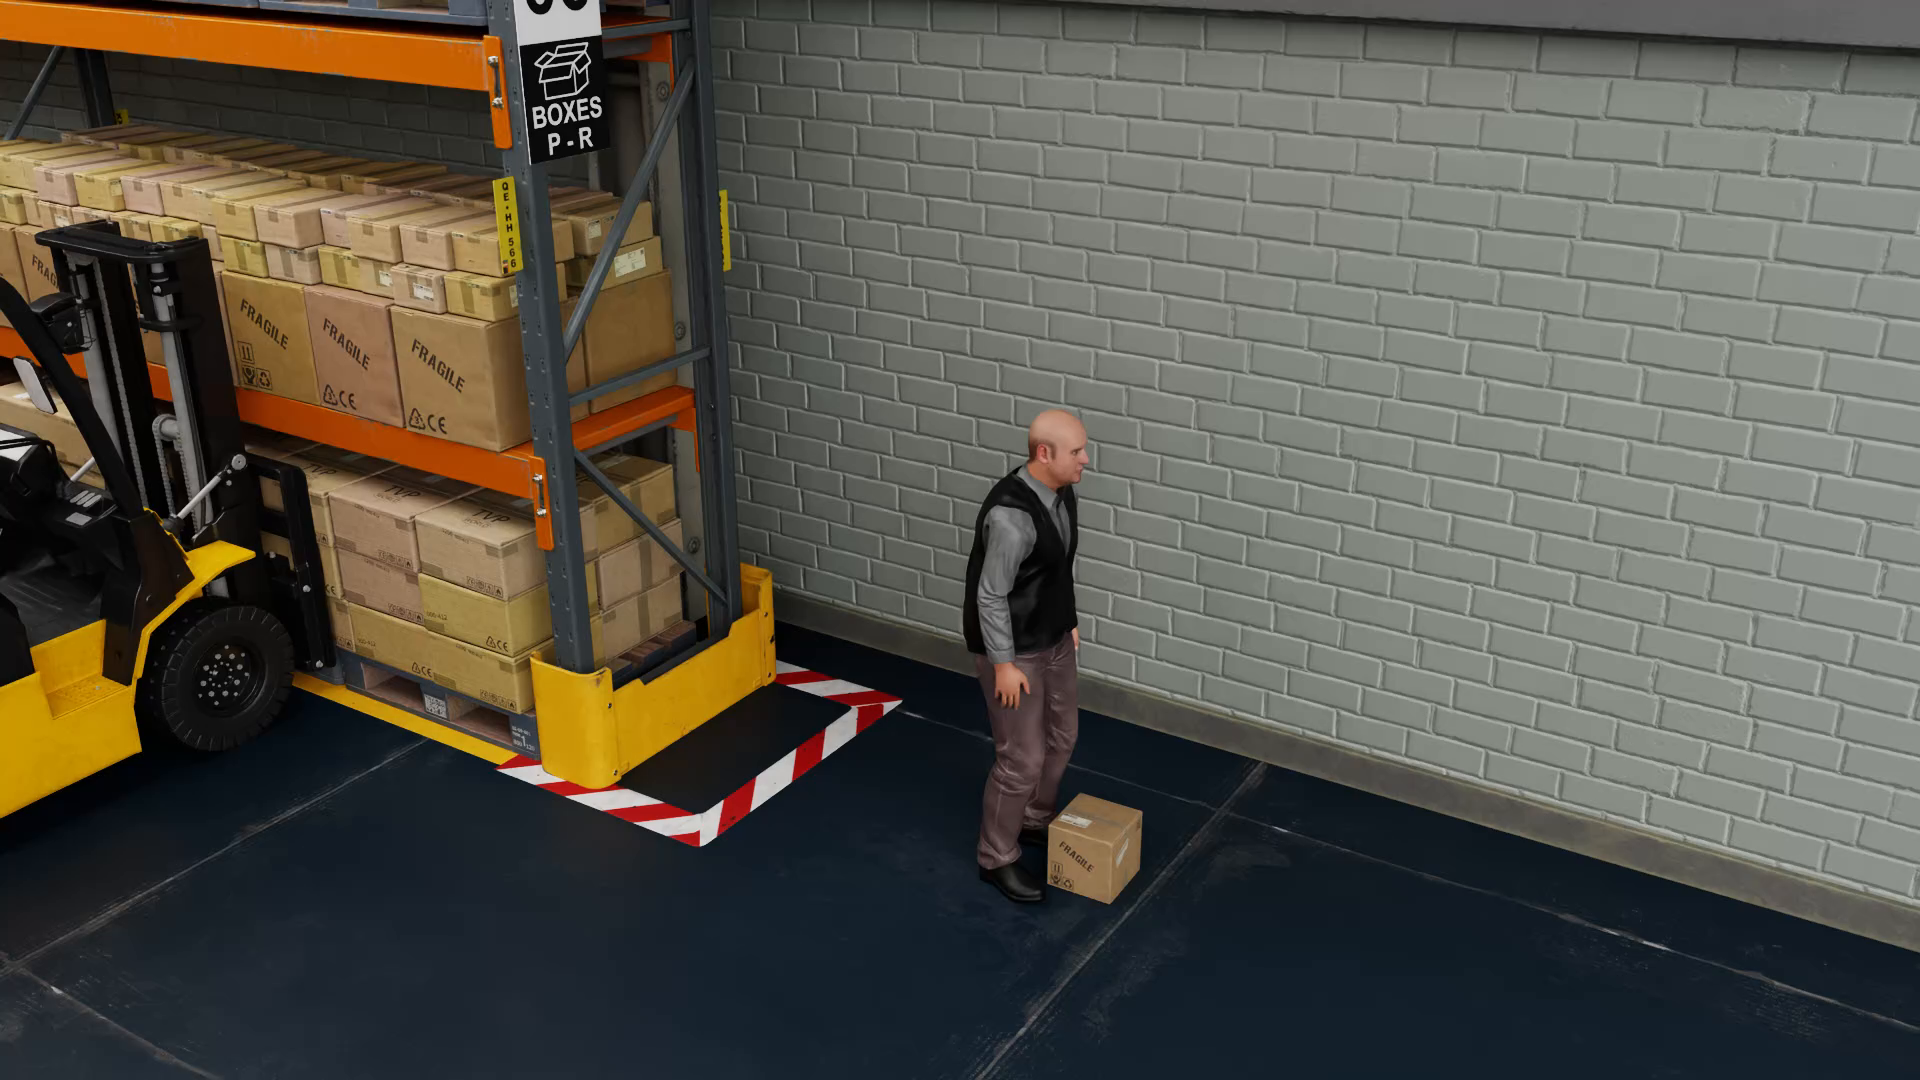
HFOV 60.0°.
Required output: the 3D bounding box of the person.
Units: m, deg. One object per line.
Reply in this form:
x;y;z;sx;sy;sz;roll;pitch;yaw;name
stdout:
0.235;0.363;5.772;0.421;1.719;0.583;12;26;26;person
